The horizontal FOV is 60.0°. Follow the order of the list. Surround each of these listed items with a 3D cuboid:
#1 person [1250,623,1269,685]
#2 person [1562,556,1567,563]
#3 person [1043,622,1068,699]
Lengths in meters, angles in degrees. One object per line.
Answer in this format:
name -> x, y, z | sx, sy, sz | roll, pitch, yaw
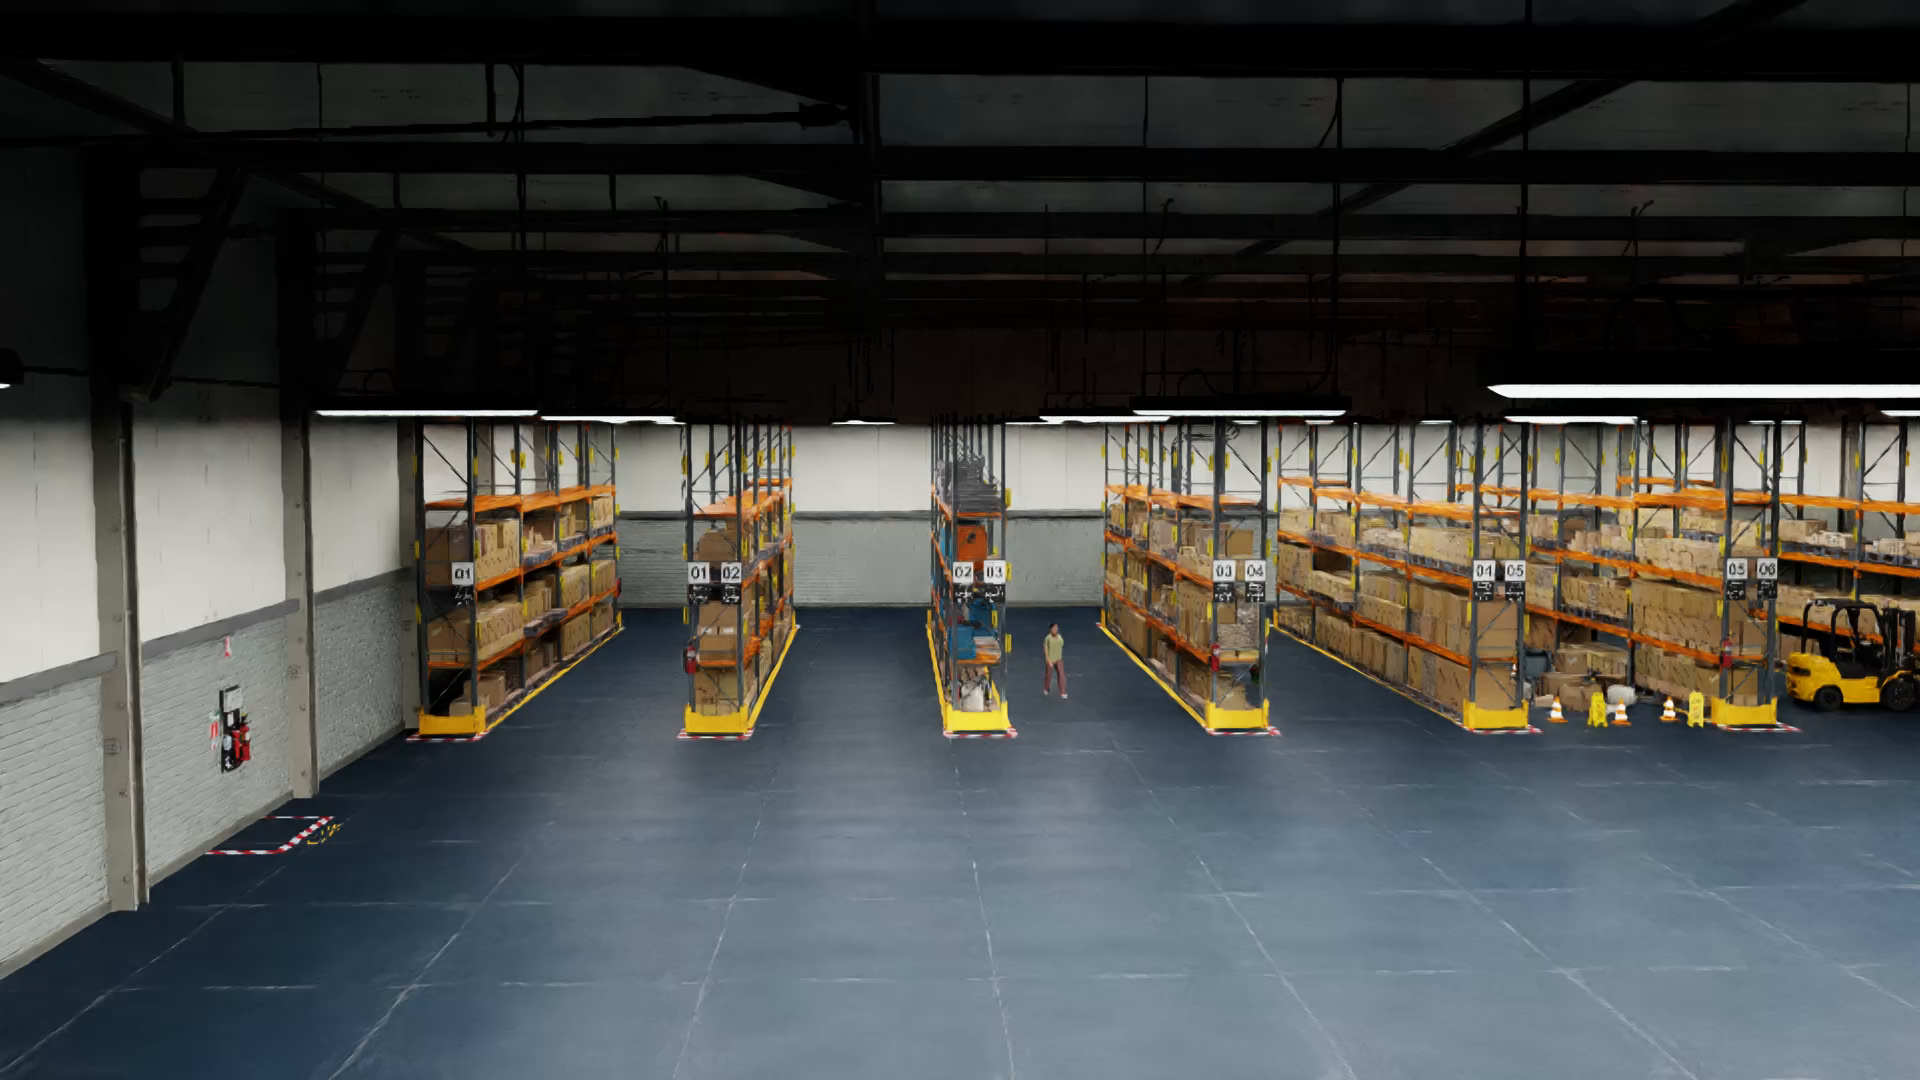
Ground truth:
person -> 6.652, 2.299, 36.916 | 0.446, 1.789, 0.605 | -2, 5, -32
person -> 18.986, 1.283, 52.433 | 0.560, 1.764, 0.588 | 4, 5, 44
person -> 1.972, 2.521, 35.037 | 0.446, 1.604, 1.016 | -1, 4, -11
